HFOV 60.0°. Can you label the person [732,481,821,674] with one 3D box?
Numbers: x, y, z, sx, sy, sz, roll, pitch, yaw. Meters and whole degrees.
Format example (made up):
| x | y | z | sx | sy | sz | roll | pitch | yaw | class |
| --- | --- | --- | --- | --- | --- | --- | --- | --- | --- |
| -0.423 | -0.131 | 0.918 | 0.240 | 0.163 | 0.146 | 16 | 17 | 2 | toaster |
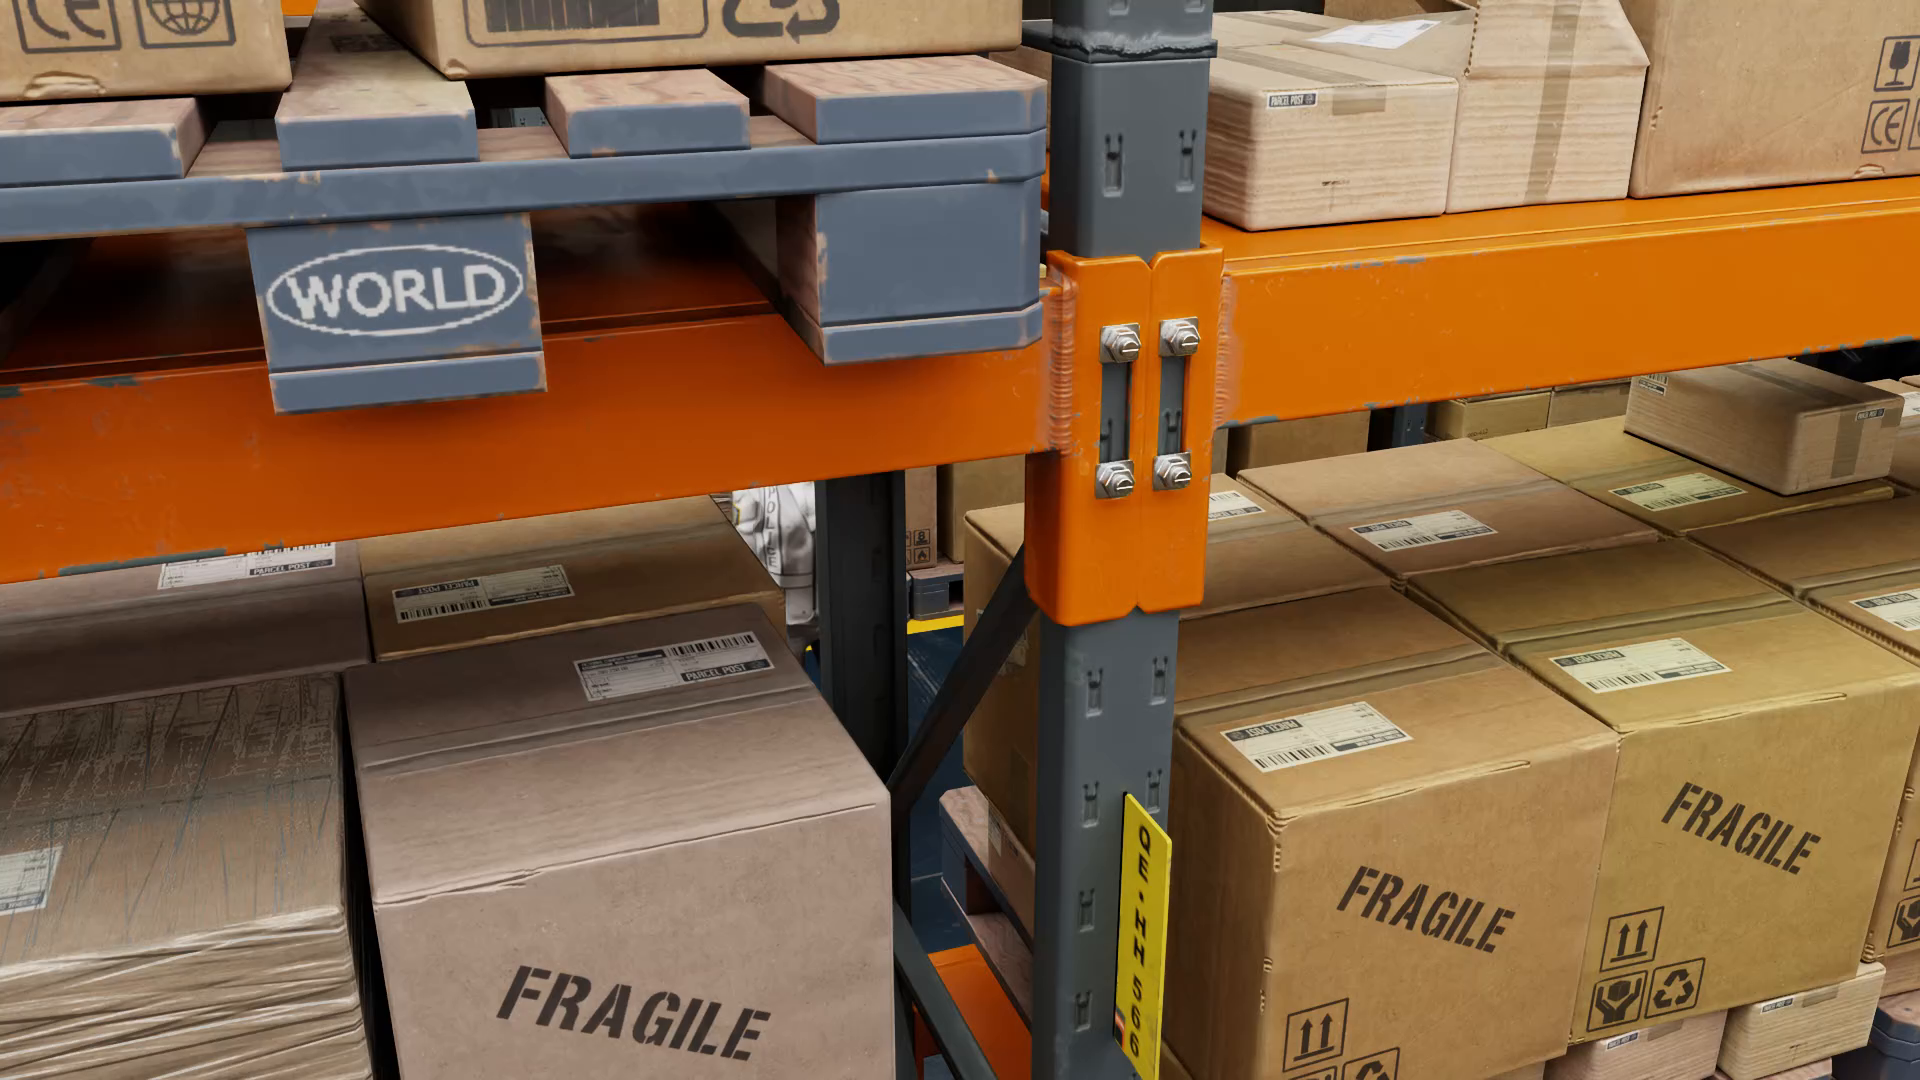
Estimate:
| x | y | z | sx | sy | sz | roll | pitch | yaw | class |
| --- | --- | --- | --- | --- | --- | --- | --- | --- | --- |
| -0.499 | 0.260 | 5.446 | 0.483 | 1.688 | 0.329 | -8 | 24 | -19 | person |
